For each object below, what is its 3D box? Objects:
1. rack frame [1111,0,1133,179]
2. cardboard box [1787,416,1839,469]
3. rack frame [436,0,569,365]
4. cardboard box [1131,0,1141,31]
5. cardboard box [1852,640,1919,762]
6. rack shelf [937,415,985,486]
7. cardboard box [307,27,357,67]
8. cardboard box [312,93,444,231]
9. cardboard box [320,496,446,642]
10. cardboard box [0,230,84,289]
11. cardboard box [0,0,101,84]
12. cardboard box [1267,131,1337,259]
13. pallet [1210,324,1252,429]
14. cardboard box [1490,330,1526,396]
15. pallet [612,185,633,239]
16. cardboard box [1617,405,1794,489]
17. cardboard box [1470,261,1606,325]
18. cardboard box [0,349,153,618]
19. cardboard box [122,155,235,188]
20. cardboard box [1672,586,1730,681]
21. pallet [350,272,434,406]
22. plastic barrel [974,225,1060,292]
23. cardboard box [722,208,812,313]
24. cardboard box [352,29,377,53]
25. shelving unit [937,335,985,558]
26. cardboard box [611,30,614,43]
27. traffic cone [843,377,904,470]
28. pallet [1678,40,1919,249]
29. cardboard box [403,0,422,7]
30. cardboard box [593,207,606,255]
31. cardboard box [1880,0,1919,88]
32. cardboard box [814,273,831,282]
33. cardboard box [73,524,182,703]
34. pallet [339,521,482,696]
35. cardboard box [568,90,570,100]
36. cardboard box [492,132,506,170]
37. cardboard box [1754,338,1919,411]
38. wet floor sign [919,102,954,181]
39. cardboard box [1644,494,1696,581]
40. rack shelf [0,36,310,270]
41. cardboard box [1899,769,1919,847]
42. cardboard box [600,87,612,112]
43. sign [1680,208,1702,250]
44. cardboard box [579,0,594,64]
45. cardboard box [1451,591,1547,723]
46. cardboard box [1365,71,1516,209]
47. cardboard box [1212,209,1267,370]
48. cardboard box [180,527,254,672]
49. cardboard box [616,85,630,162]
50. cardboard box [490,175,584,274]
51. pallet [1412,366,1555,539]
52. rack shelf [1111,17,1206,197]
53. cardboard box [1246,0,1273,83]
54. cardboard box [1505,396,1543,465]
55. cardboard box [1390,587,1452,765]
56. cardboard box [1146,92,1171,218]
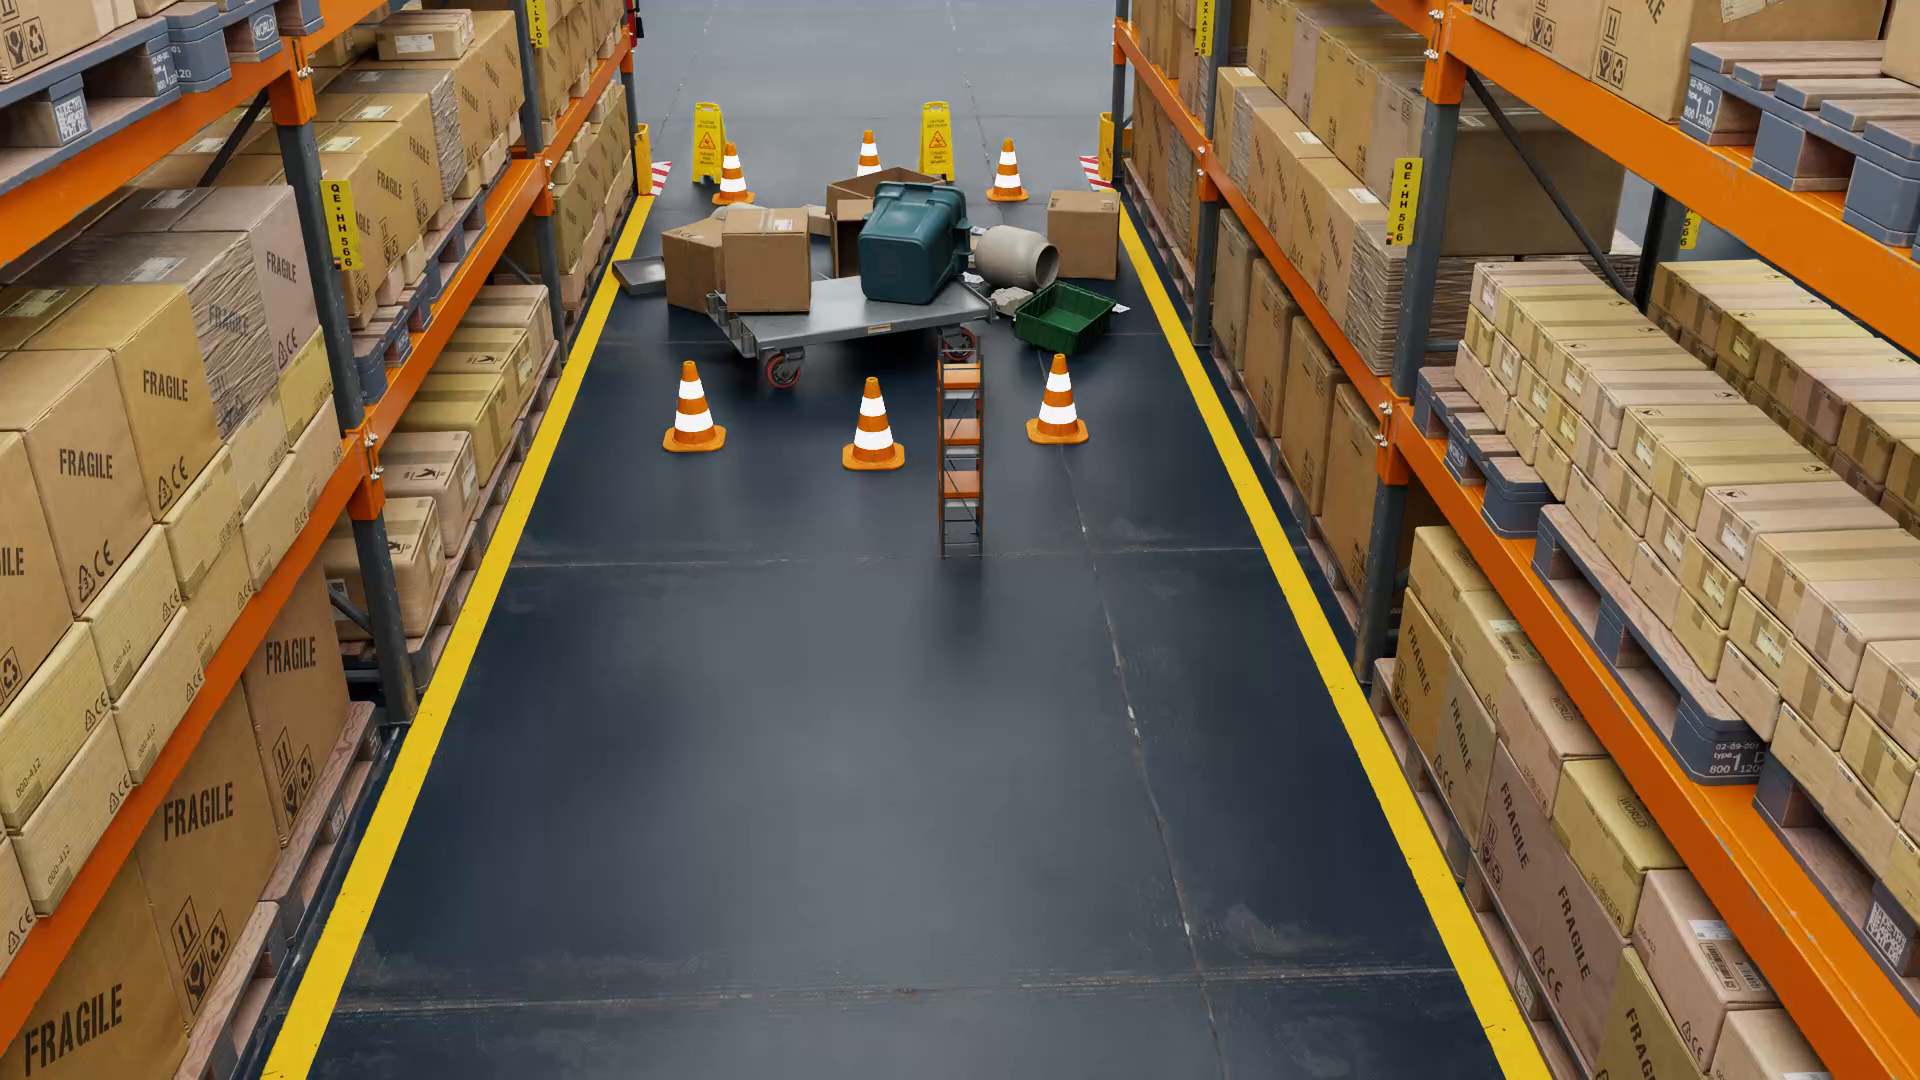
[{"bbox_3d":[1.778,-4.445,13.530,1.000,3.000,0.127,-1,28,-3],"label":"rack frame"},{"bbox_3d":[2.732,-0.265,5.011,0.380,0.149,0.250,-2,28,-3],"label":"cardboard box"},{"bbox_3d":[-2.951,-2.432,9.669,1.000,3.000,0.127,-1,28,-3],"label":"rack frame"},{"bbox_3d":[1.843,-4.342,13.169,0.875,0.550,0.550,-1,28,-3],"label":"cardboard box"},{"bbox_3d":[2.163,0.334,3.541,0.380,0.149,0.250,-2,28,-4],"label":"cardboard box"},{"bbox_3d":[0.003,-0.431,7.965,0.215,0.259,0.240,-1,28,-3],"label":"rack shelf"},{"bbox_3d":[-3.120,-2.357,7.940,0.380,0.149,0.250,0,28,0],"label":"cardboard box"},{"bbox_3d":[-2.603,-1.646,7.279,0.500,0.500,0.500,-1,28,-2],"label":"cardboard box"},{"bbox_3d":[-2.762,0.133,7.139,0.950,0.372,0.625,-3,28,-6],"label":"cardboard box"},{"bbox_3d":[-2.925,-0.610,4.986,0.500,0.500,0.500,-1,28,-2],"label":"cardboard box"},{"bbox_3d":[-2.360,-1.338,3.766,0.500,0.500,0.500,-1,28,-2],"label":"cardboard box"},{"bbox_3d":[1.823,-1.695,8.147,0.500,0.500,0.500,-1,28,-2],"label":"cardboard box"},{"bbox_3d":[2.103,-1.007,9.953,1.003,0.211,1.213,-1,28,-3],"label":"pallet"},{"bbox_3d":[2.037,-0.604,5.661,0.380,0.149,0.250,0,28,0],"label":"cardboard box"},{"bbox_3d":[-3.149,-2.632,13.068,1.003,0.211,1.213,-1,28,-3],"label":"pallet"},{"bbox_3d":[2.097,-0.265,4.688,0.380,0.149,0.250,-1,28,-1],"label":"cardboard box"},{"bbox_3d":[2.027,-0.869,5.848,0.380,0.149,0.250,-1,28,-3],"label":"cardboard box"},{"bbox_3d":[-2.380,-0.140,4.085,0.500,0.500,0.500,-2,28,-3],"label":"cardboard box"},{"bbox_3d":[-3.043,-1.150,6.328,0.500,0.500,0.500,-2,28,-4],"label":"cardboard box"},{"bbox_3d":[2.115,0.241,4.361,0.380,0.149,0.250,0,28,0],"label":"cardboard box"},{"bbox_3d":[-2.886,-0.826,6.798,1.213,0.211,1.003,-1,28,-3],"label":"pallet"},{"bbox_3d":[0.396,-1.943,11.517,0.512,0.421,0.421,19,33,32],"label":"plastic barrel"},{"bbox_3d":[-1.175,-1.716,10.181,0.500,0.500,0.500,-1,28,-3],"label":"cardboard box"},{"bbox_3d":[-3.186,-2.340,8.608,0.500,0.500,0.500,-1,28,-2],"label":"cardboard box"},{"bbox_3d":[0.003,-0.441,7.960,0.215,1.050,0.252,-1,28,-3],"label":"shelving unit"},{"bbox_3d":[-2.811,-3.767,12.501,0.380,0.149,0.250,-2,28,-4],"label":"cardboard box"},{"bbox_3d":[-0.474,-0.659,9.012,0.336,0.463,0.334,-1,28,-3],"label":"traffic cone"},{"bbox_3d":[2.422,-0.917,3.724,1.213,0.211,1.003,-1,28,-3],"label":"pallet"},{"bbox_3d":[-3.288,-3.284,10.874,0.500,0.500,0.500,-1,28,-1],"label":"cardboard box"},{"bbox_3d":[-2.782,-2.169,11.685,0.500,0.250,0.500,-2,28,-3],"label":"cardboard box"},{"bbox_3d":[2.455,-1.182,3.464,0.797,0.503,0.637,-2,28,-3],"label":"cardboard box"},{"bbox_3d":[-0.850,-1.648,11.122,0.258,0.266,0.396,-23,35,-37],"label":"cardboard box"},{"bbox_3d":[-2.358,0.190,4.264,0.500,0.250,0.500,-2,28,-4],"label":"cardboard box"},{"bbox_3d":[-2.781,0.291,7.464,1.003,0.211,1.213,-1,28,-3],"label":"pallet"},{"bbox_3d":[-2.780,-2.949,10.931,0.380,0.149,0.250,-2,28,-3],"label":"cardboard box"},{"bbox_3d":[-2.603,-2.035,8.727,0.380,0.149,0.250,-2,28,-3],"label":"cardboard box"},{"bbox_3d":[2.722,-0.514,5.166,0.380,0.149,0.250,-1,28,-1],"label":"cardboard box"},{"bbox_3d":[-0.201,-3.367,14.008,0.267,0.644,0.232,-6,28,-11],"label":"wet floor sign"},{"bbox_3d":[2.107,-0.010,4.522,0.380,0.149,0.250,0,28,-1],"label":"cardboard box"},{"bbox_3d":[-2.638,-0.672,3.829,1.077,0.370,4.000,-1,28,-3],"label":"rack shelf"},{"bbox_3d":[2.172,0.589,3.373,0.380,0.149,0.250,-1,28,-2],"label":"cardboard box"},{"bbox_3d":[-2.761,-3.219,12.184,0.380,0.149,0.250,-1,28,-2],"label":"cardboard box"},{"bbox_3d":[2.737,-1.247,6.230,0.100,0.325,0.005,-1,28,-3],"label":"sign"},{"bbox_3d":[-2.804,-3.514,11.315,0.500,0.500,0.500,-1,28,-2],"label":"cardboard box"},{"bbox_3d":[2.017,0.397,5.683,0.500,0.250,0.500,-2,28,-3],"label":"cardboard box"},{"bbox_3d":[2.155,-1.680,7.038,0.700,0.500,0.500,-2,28,-3],"label":"cardboard box"},{"bbox_3d":[2.109,-1.502,9.866,1.050,0.750,0.750,-2,28,-3],"label":"cardboard box"},{"bbox_3d":[-2.404,0.177,4.828,0.500,0.250,0.500,-2,28,-3],"label":"cardboard box"},{"bbox_3d":[-2.858,-3.215,12.879,0.500,0.500,0.500,-1,28,-2],"label":"cardboard box"},{"bbox_3d":[-2.712,-2.011,10.570,0.500,0.500,0.500,0,28,0],"label":"cardboard box"},{"bbox_3d":[2.340,-0.339,5.864,1.213,0.211,1.003,-1,28,-3],"label":"pallet"},{"bbox_3d":[1.883,-3.203,11.925,1.077,0.370,4.000,-1,28,-3],"label":"rack shelf"},{"bbox_3d":[2.019,-2.857,9.294,0.700,0.500,0.500,-2,28,-4],"label":"cardboard box"},{"bbox_3d":[2.046,-0.366,5.525,0.380,0.149,0.250,0,28,0],"label":"cardboard box"},{"bbox_3d":[1.978,0.504,6.289,0.500,0.500,0.500,-3,28,-5],"label":"cardboard box"},{"bbox_3d":[1.928,-2.972,12.548,0.875,0.875,0.875,-2,28,-3],"label":"cardboard box"}]
